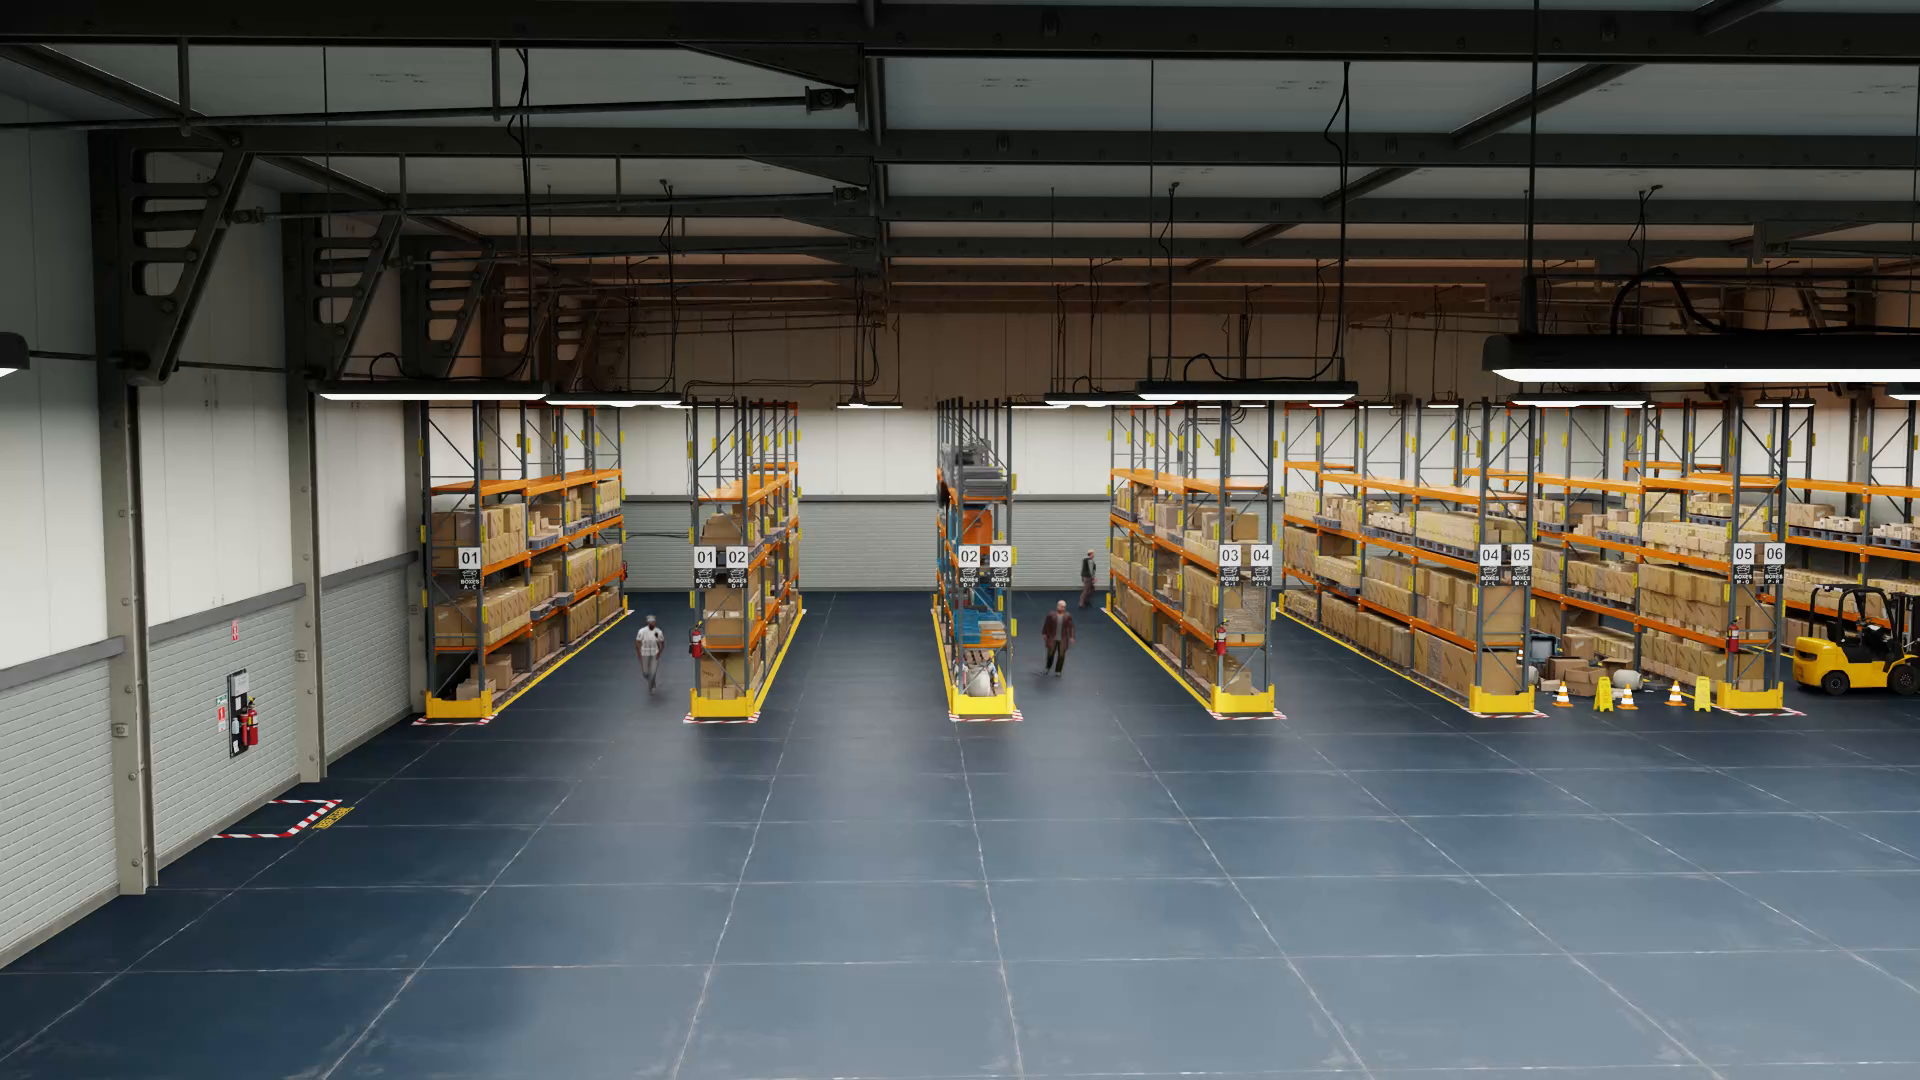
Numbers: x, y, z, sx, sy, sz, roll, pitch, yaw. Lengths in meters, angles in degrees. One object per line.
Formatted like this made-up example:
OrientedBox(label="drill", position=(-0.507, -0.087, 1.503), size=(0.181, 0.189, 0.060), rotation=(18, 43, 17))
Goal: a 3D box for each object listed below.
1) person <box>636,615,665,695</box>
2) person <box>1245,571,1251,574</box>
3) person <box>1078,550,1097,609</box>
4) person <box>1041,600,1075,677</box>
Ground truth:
OrientedBox(label="person", position=(-6.275, 2.317, 33.715), size=(0.580, 1.624, 0.525), rotation=(0, 4, -6))
OrientedBox(label="person", position=(8.260, 1.214, 47.235), size=(0.695, 1.733, 0.843), rotation=(0, 4, -2))
OrientedBox(label="person", position=(3.695, 1.146, 48.413), size=(0.621, 1.715, 0.666), rotation=(-1, 5, -14))
OrientedBox(label="person", position=(2.108, 2.110, 35.652), size=(0.698, 1.686, 0.694), rotation=(0, 4, -2))
